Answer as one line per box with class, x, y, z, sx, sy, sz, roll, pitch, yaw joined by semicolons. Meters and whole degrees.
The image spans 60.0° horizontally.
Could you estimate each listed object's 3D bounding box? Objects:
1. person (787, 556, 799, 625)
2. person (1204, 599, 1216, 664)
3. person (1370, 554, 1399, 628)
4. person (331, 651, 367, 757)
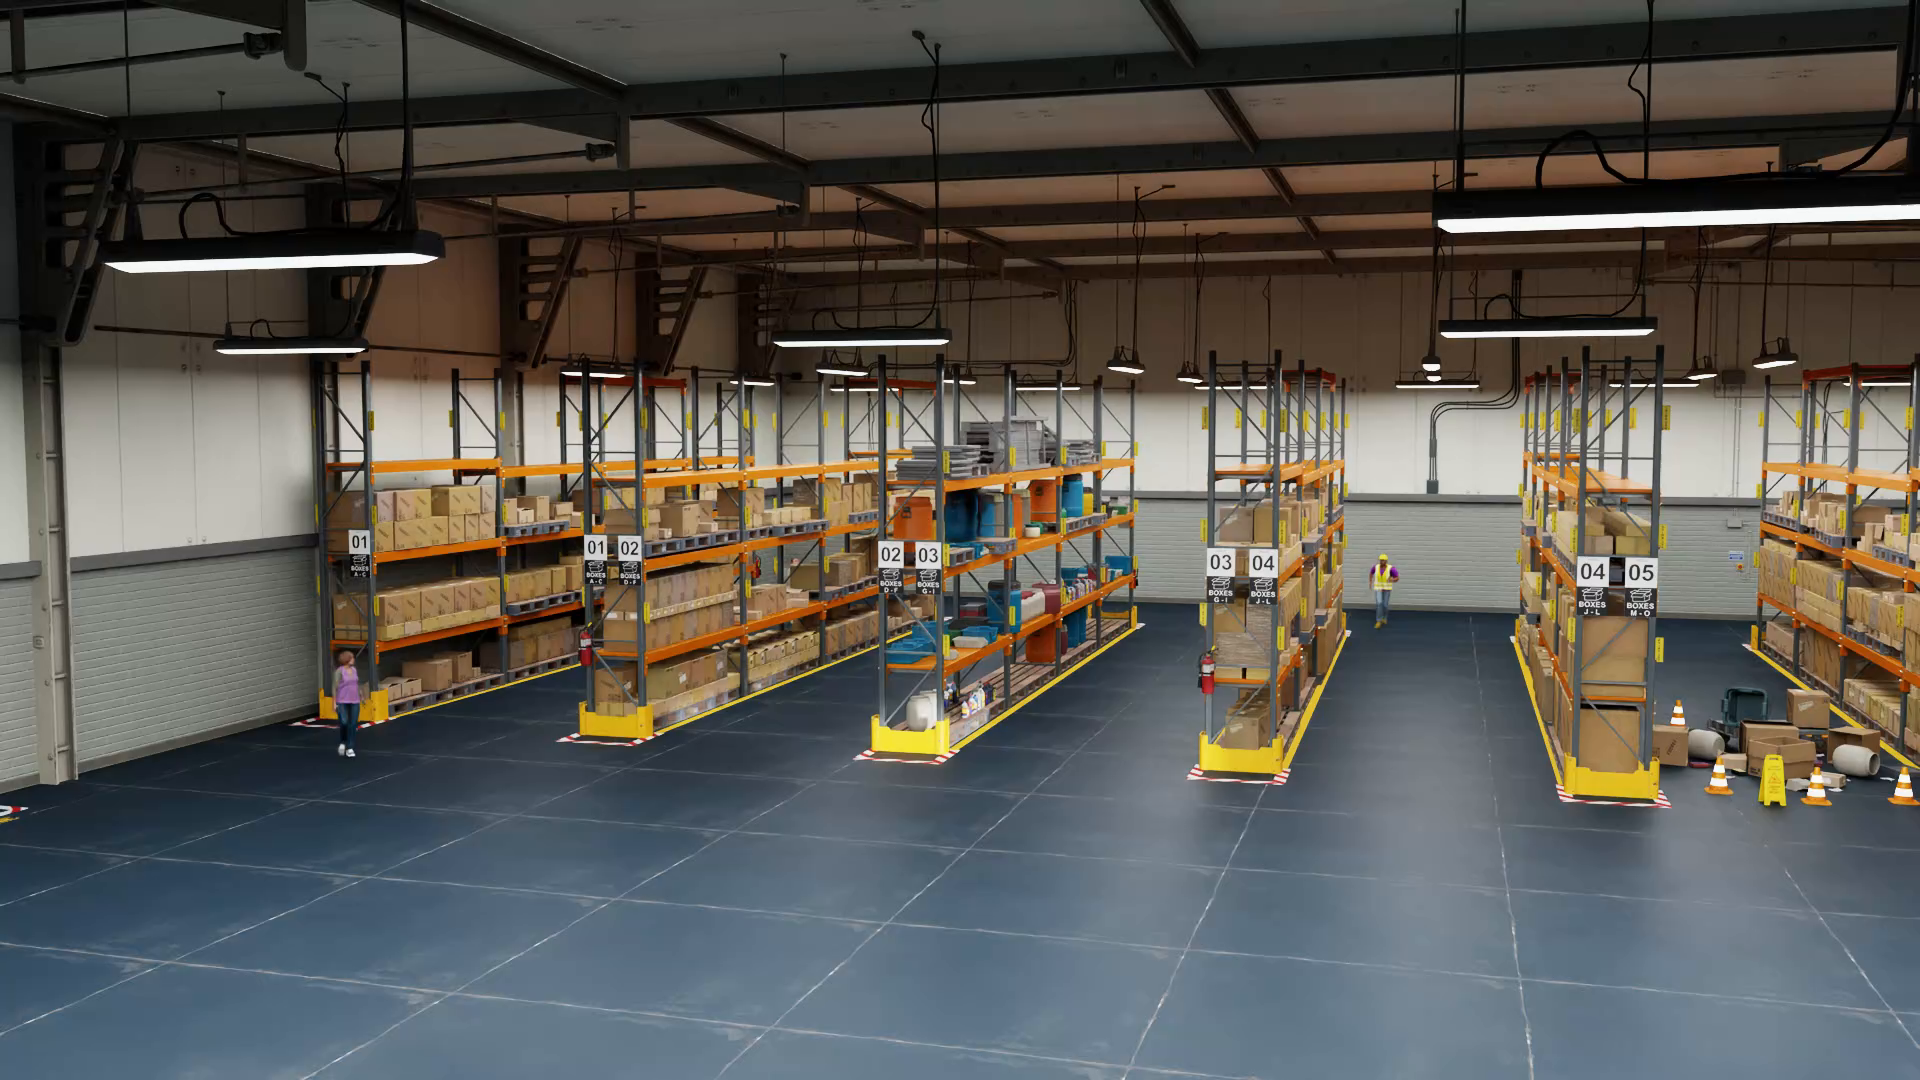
person;-4.004;1.245;41.032;0.452;1.676;0.495;3;5;33
person;5.142;1.713;33.869;0.363;1.726;0.553;0;4;-3
person;10.294;1.212;40.347;0.698;1.735;1.016;1;4;14
person;-9.068;2.433;24.687;0.497;1.592;0.436;-3;5;-37
